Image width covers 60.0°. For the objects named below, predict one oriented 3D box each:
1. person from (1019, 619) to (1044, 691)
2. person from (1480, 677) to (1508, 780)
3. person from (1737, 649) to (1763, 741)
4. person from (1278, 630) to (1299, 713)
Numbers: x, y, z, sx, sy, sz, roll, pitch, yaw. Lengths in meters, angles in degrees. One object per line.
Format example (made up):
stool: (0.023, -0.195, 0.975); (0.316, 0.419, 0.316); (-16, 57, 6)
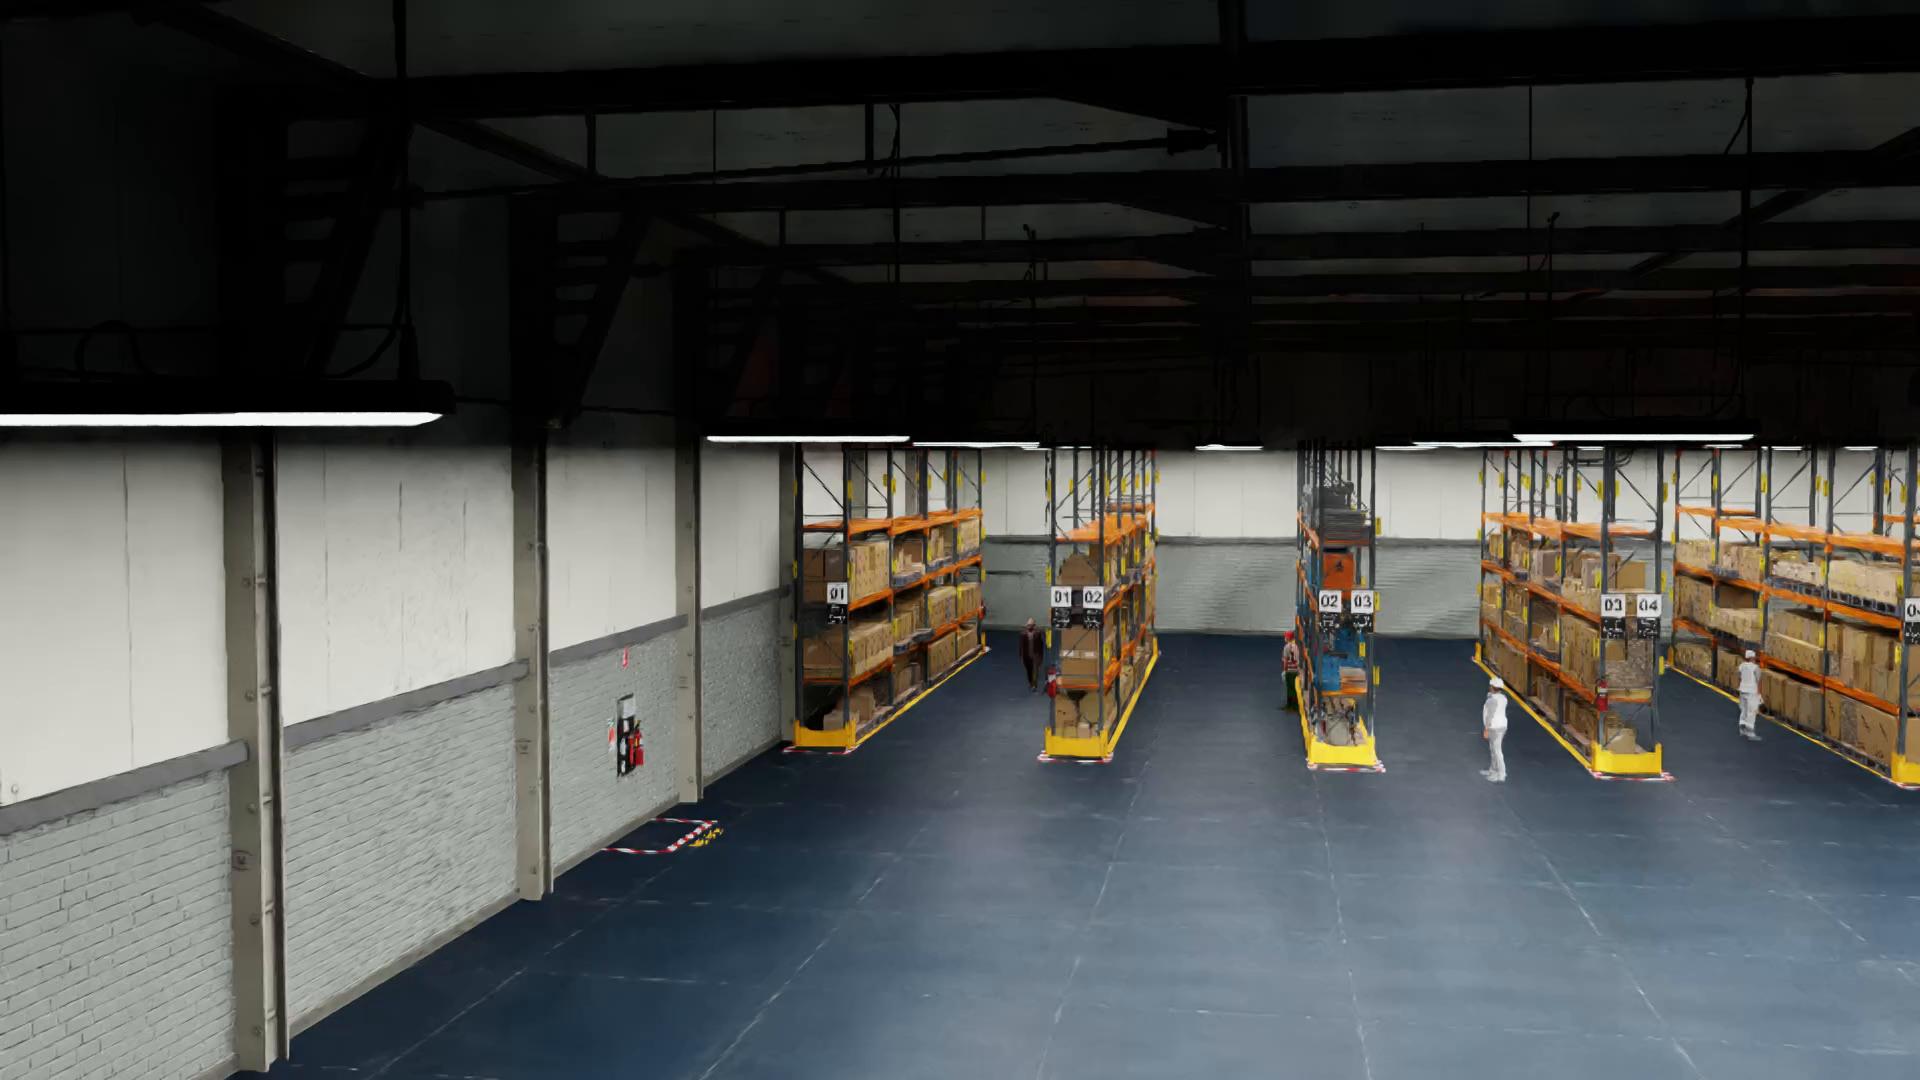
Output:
person: (1.698, 2.740, 39.915); (0.598, 1.693, 1.193); (1, 3, 12)
person: (9.359, 3.282, 29.151); (0.555, 1.772, 0.615); (2, 4, 40)
person: (15.727, 3.065, 33.049); (0.450, 1.781, 0.605); (-1, 3, -21)
person: (7.222, 2.878, 36.550); (0.550, 1.787, 0.628); (2, 3, 29)
